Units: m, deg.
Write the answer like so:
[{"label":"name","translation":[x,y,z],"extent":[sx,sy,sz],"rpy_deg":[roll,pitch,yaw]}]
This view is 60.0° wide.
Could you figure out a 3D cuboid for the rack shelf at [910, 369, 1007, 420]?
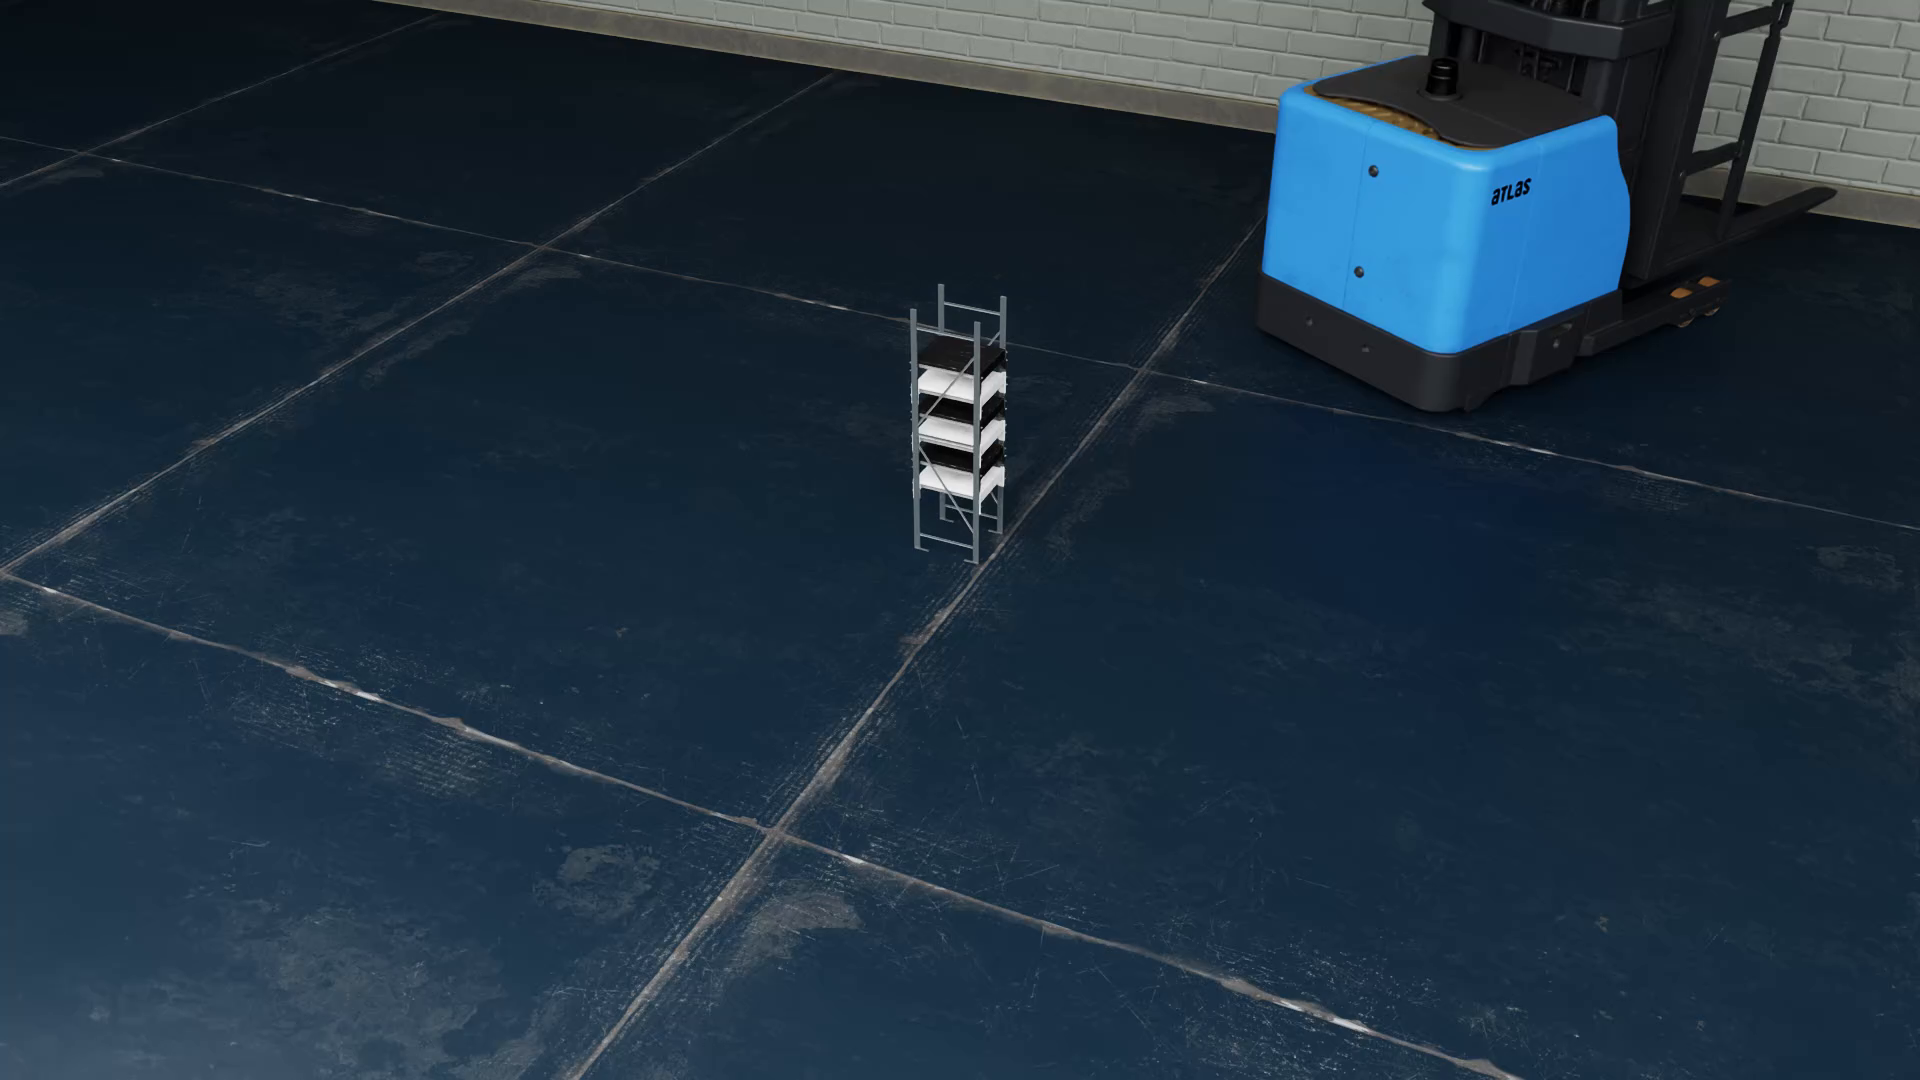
[{"label":"rack shelf","translation":[-0.003,-0.495,5.417],"extent":[0.258,0.077,0.200],"rpy_deg":[14,36,20]}]

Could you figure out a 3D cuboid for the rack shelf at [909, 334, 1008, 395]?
[{"label":"rack shelf","translation":[-0.003,-0.570,5.367],"extent":[0.258,0.077,0.200],"rpy_deg":[14,36,20]}]

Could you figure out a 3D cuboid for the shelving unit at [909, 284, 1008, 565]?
[{"label":"shelving unit","translation":[-0.003,-0.372,5.497],"extent":[0.258,0.900,0.210],"rpy_deg":[14,36,20]}]

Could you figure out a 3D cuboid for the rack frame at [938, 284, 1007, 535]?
[{"label":"rack frame","translation":[0.039,-0.423,5.574],"extent":[0.240,0.900,0.006],"rpy_deg":[14,36,20]}]

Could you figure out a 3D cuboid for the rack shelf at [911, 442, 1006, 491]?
[{"label":"rack shelf","translation":[-0.003,-0.269,5.565],"extent":[0.258,0.077,0.200],"rpy_deg":[14,36,20]}]

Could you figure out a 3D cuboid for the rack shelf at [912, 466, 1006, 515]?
[{"label":"rack shelf","translation":[-0.003,-0.194,5.614],"extent":[0.258,0.077,0.200],"rpy_deg":[14,36,20]}]

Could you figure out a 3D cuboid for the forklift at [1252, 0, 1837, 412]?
[{"label":"forklift","translation":[2.727,-2.352,6.663],"extent":[3.031,2.935,1.130],"rpy_deg":[-22,39,-29]}]

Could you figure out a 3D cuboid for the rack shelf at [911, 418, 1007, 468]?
[{"label":"rack shelf","translation":[-0.003,-0.344,5.515],"extent":[0.258,0.077,0.200],"rpy_deg":[14,36,20]}]

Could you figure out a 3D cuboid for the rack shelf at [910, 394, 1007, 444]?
[{"label":"rack shelf","translation":[-0.003,-0.420,5.466],"extent":[0.258,0.077,0.200],"rpy_deg":[14,36,20]}]

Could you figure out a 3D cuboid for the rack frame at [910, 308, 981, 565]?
[{"label":"rack frame","translation":[-0.046,-0.322,5.420],"extent":[0.240,0.900,0.006],"rpy_deg":[14,36,20]}]
